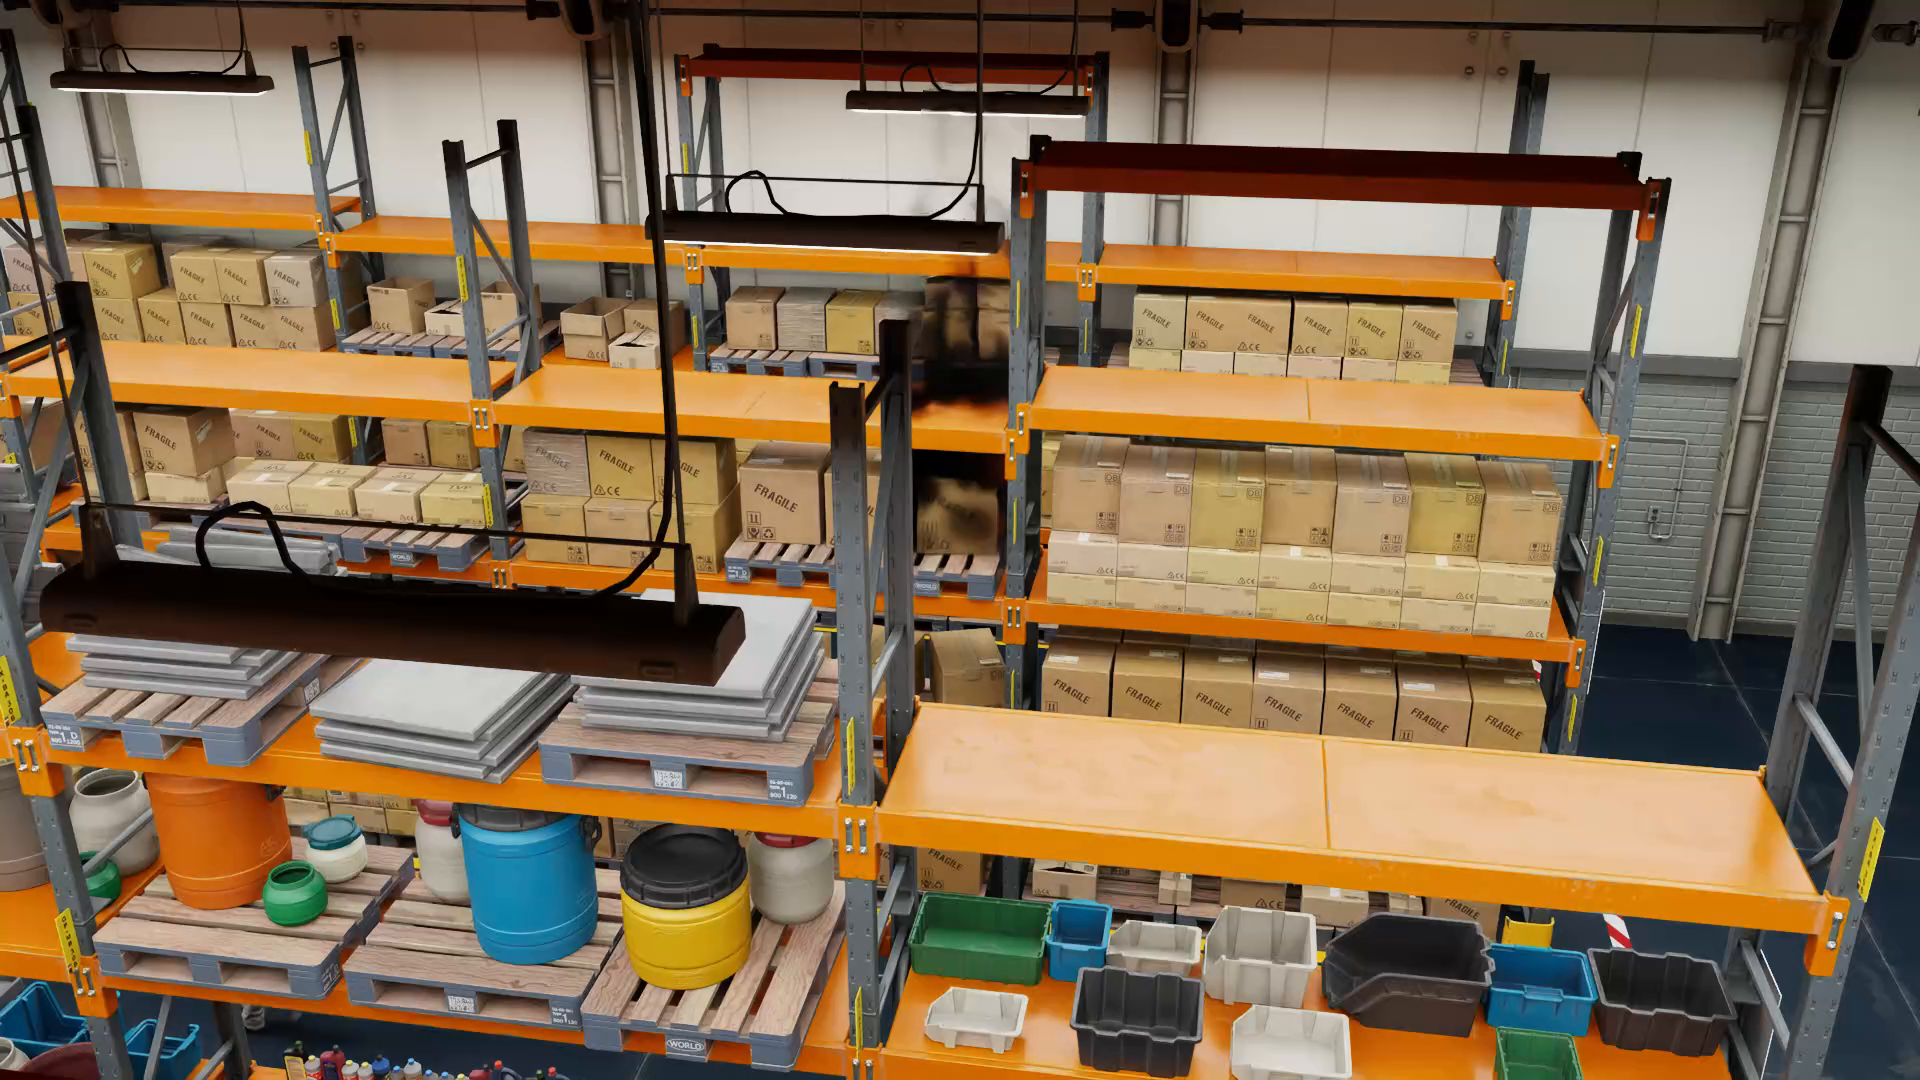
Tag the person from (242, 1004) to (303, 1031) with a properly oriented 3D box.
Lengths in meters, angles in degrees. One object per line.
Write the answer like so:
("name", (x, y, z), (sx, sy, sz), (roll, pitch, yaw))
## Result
("person", (-4.969, 2.740, 11.687), (0.749, 1.768, 0.674), (4, 23, 9))
